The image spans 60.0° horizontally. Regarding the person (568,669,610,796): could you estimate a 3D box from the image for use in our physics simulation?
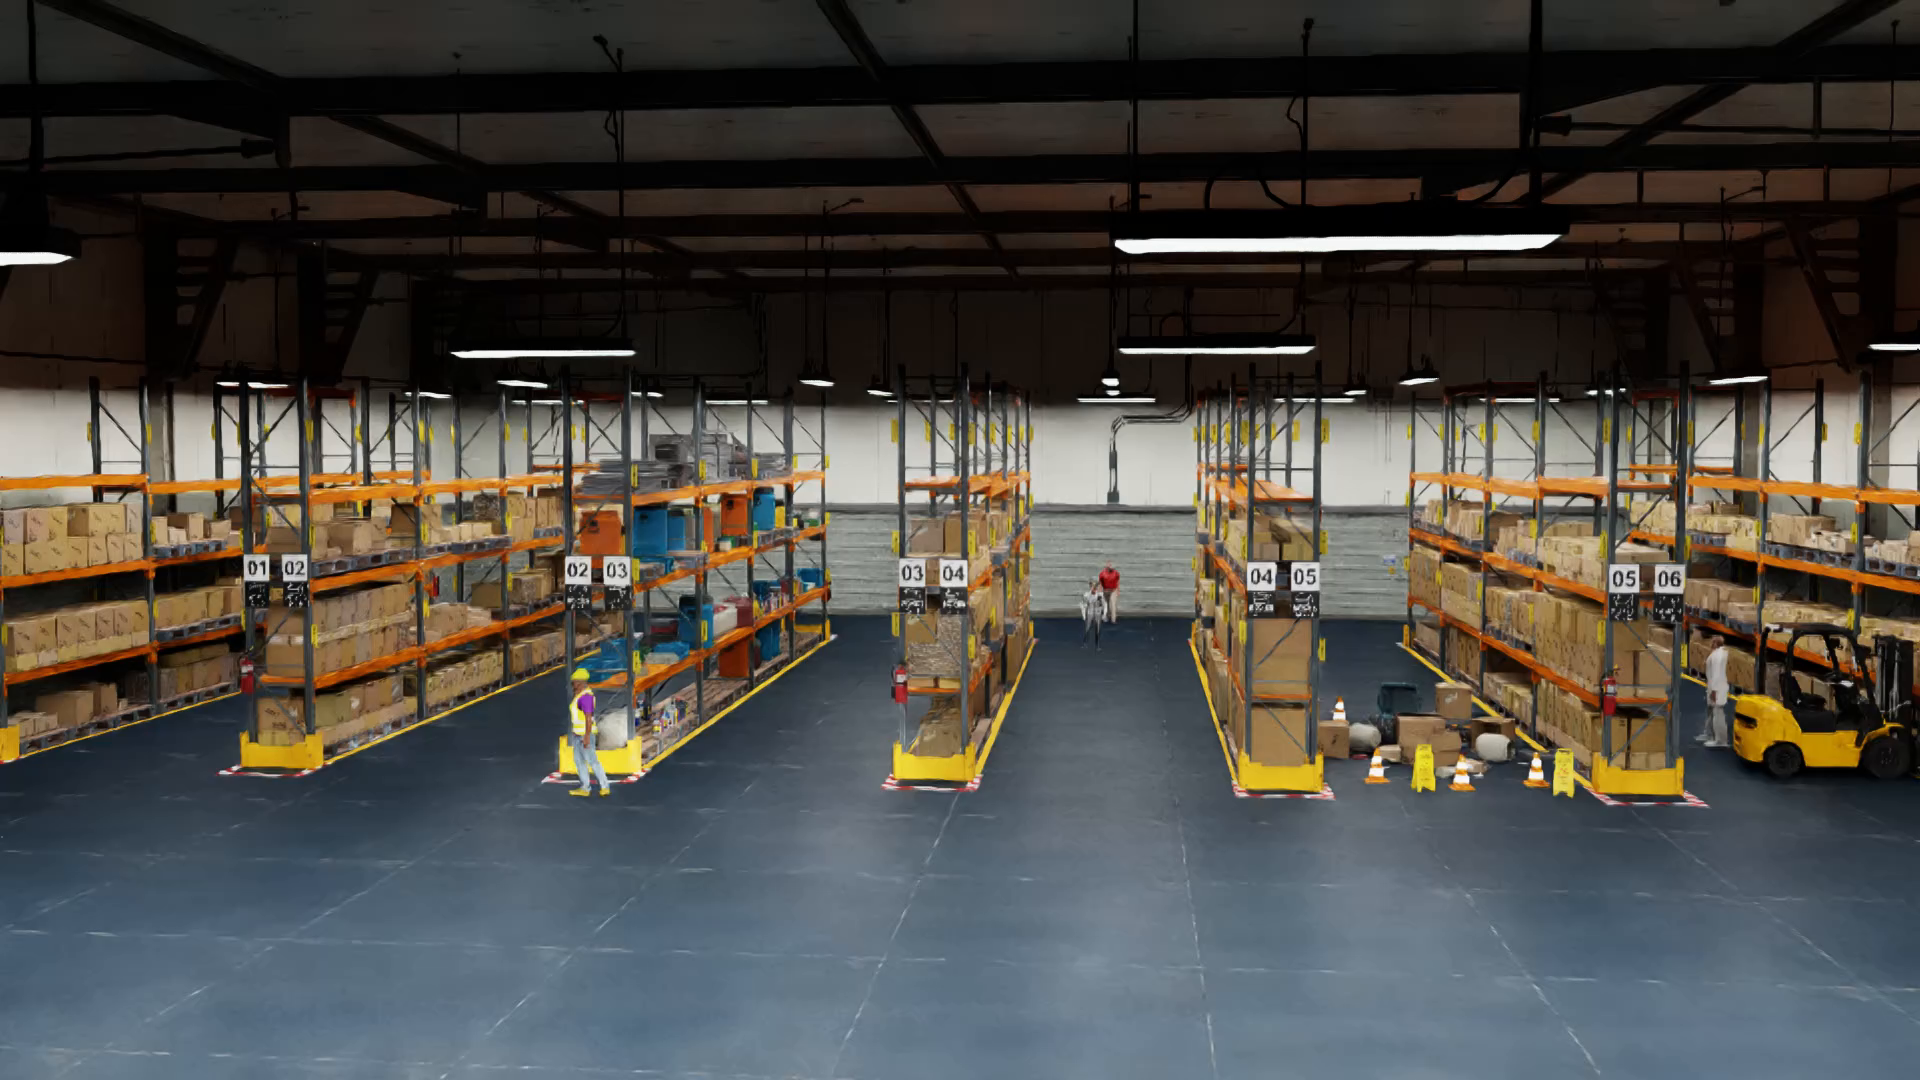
[{"bbox_3d":[-5.139,2.658,22.995,0.540,1.759,0.659,-1,4,-22],"label":"person"}]

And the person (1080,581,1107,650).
[{"bbox_3d":[3.078,1.736,38.326,0.639,1.632,0.512,0,4,3],"label":"person"}]

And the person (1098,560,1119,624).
[{"bbox_3d":[3.920,1.351,43.831,0.542,1.645,1.126,1,4,8],"label":"person"}]

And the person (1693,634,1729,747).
[{"bbox_3d":[12.048,2.389,26.611,0.556,1.781,0.631,2,4,34],"label":"person"}]

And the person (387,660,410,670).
[{"bbox_3d":[-11.079,2.041,32.767,0.702,1.735,0.549,0,4,4],"label":"person"}]
